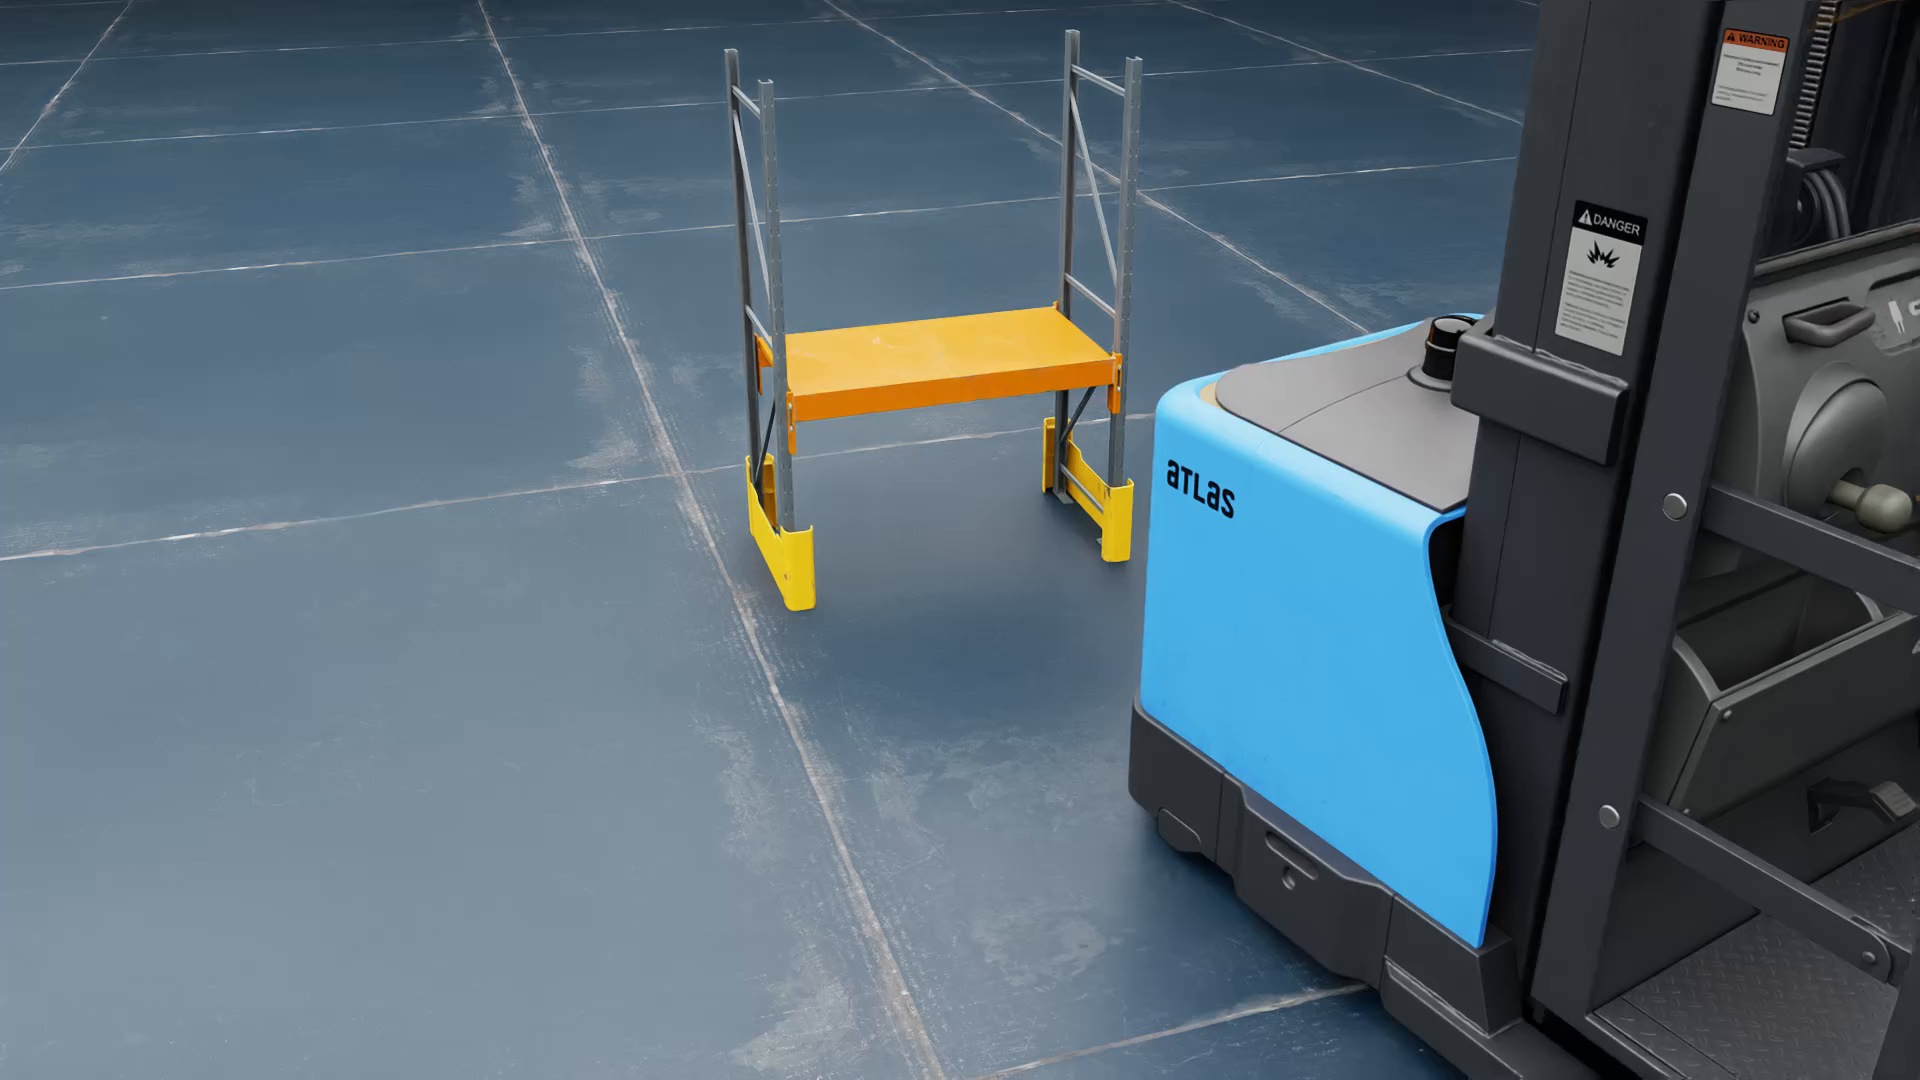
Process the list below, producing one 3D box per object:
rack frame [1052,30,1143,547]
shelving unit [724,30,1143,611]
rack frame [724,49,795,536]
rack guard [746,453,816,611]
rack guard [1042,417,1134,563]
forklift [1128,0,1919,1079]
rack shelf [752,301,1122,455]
[{"bbox_3d":[0.402,-0.730,5.034,0.032,1.500,0.500,-8,28,-16],"label":"rack frame"},{"bbox_3d":[-0.072,-0.661,4.895,1.083,1.500,0.587,-8,28,-16],"label":"shelving unit"},{"bbox_3d":[-0.564,-0.590,4.752,0.032,1.500,0.500,-8,28,-16],"label":"rack frame"},{"bbox_3d":[-0.546,-0.033,5.035,0.087,0.250,0.587,-8,28,-16],"label":"rack guard"},{"bbox_3d":[0.401,-0.170,5.311,0.087,0.250,0.587,-8,28,-16],"label":"rack guard"},{"bbox_3d":[1.621,-0.240,2.438,1.130,2.935,3.031,-16,31,-29],"label":"forklift"},{"bbox_3d":[-0.081,-0.499,4.973,1.000,0.185,0.538,-8,28,-16],"label":"rack shelf"}]
